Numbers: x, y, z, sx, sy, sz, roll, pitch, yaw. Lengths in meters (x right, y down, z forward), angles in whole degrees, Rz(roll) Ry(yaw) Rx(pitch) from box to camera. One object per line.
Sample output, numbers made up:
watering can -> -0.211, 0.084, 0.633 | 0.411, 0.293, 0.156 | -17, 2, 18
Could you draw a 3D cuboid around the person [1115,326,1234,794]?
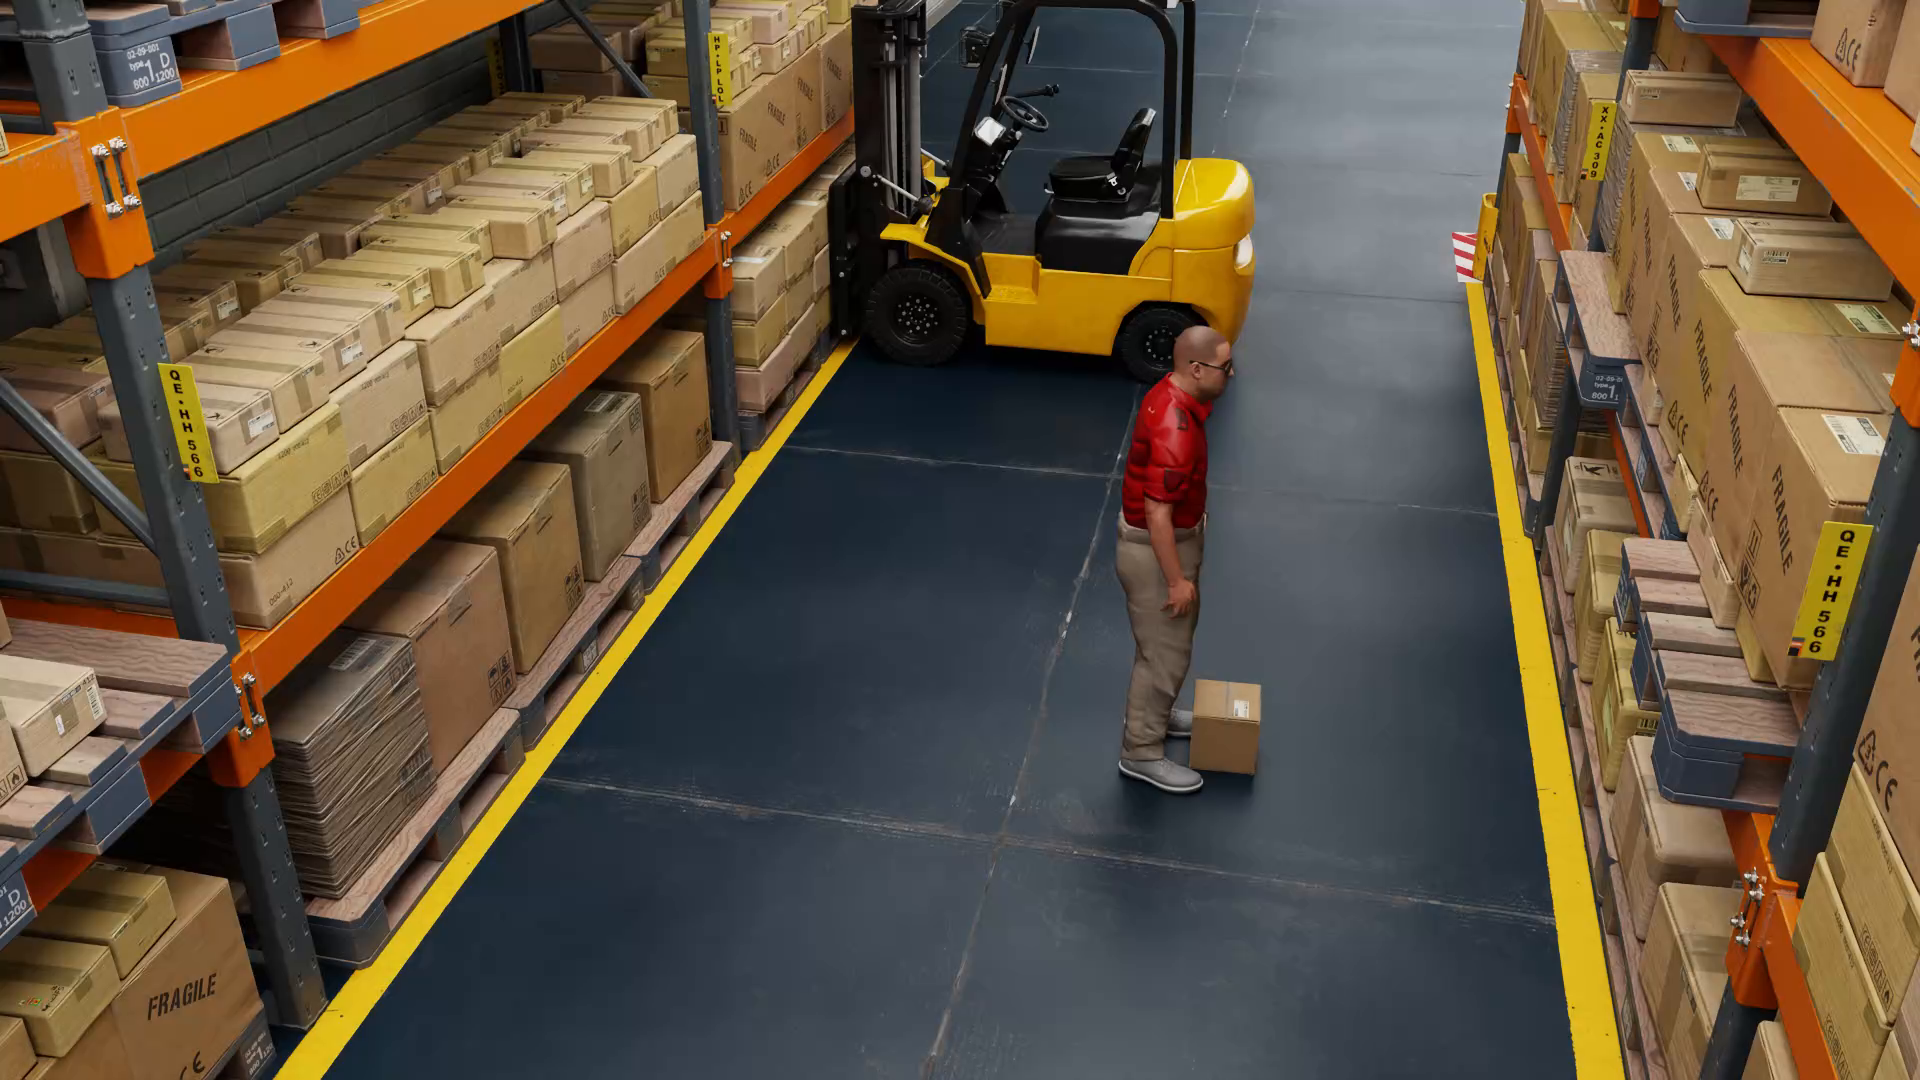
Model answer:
person -> 0.765, 0.043, 6.059 | 0.384, 1.728, 0.603 | 5, 29, 8
